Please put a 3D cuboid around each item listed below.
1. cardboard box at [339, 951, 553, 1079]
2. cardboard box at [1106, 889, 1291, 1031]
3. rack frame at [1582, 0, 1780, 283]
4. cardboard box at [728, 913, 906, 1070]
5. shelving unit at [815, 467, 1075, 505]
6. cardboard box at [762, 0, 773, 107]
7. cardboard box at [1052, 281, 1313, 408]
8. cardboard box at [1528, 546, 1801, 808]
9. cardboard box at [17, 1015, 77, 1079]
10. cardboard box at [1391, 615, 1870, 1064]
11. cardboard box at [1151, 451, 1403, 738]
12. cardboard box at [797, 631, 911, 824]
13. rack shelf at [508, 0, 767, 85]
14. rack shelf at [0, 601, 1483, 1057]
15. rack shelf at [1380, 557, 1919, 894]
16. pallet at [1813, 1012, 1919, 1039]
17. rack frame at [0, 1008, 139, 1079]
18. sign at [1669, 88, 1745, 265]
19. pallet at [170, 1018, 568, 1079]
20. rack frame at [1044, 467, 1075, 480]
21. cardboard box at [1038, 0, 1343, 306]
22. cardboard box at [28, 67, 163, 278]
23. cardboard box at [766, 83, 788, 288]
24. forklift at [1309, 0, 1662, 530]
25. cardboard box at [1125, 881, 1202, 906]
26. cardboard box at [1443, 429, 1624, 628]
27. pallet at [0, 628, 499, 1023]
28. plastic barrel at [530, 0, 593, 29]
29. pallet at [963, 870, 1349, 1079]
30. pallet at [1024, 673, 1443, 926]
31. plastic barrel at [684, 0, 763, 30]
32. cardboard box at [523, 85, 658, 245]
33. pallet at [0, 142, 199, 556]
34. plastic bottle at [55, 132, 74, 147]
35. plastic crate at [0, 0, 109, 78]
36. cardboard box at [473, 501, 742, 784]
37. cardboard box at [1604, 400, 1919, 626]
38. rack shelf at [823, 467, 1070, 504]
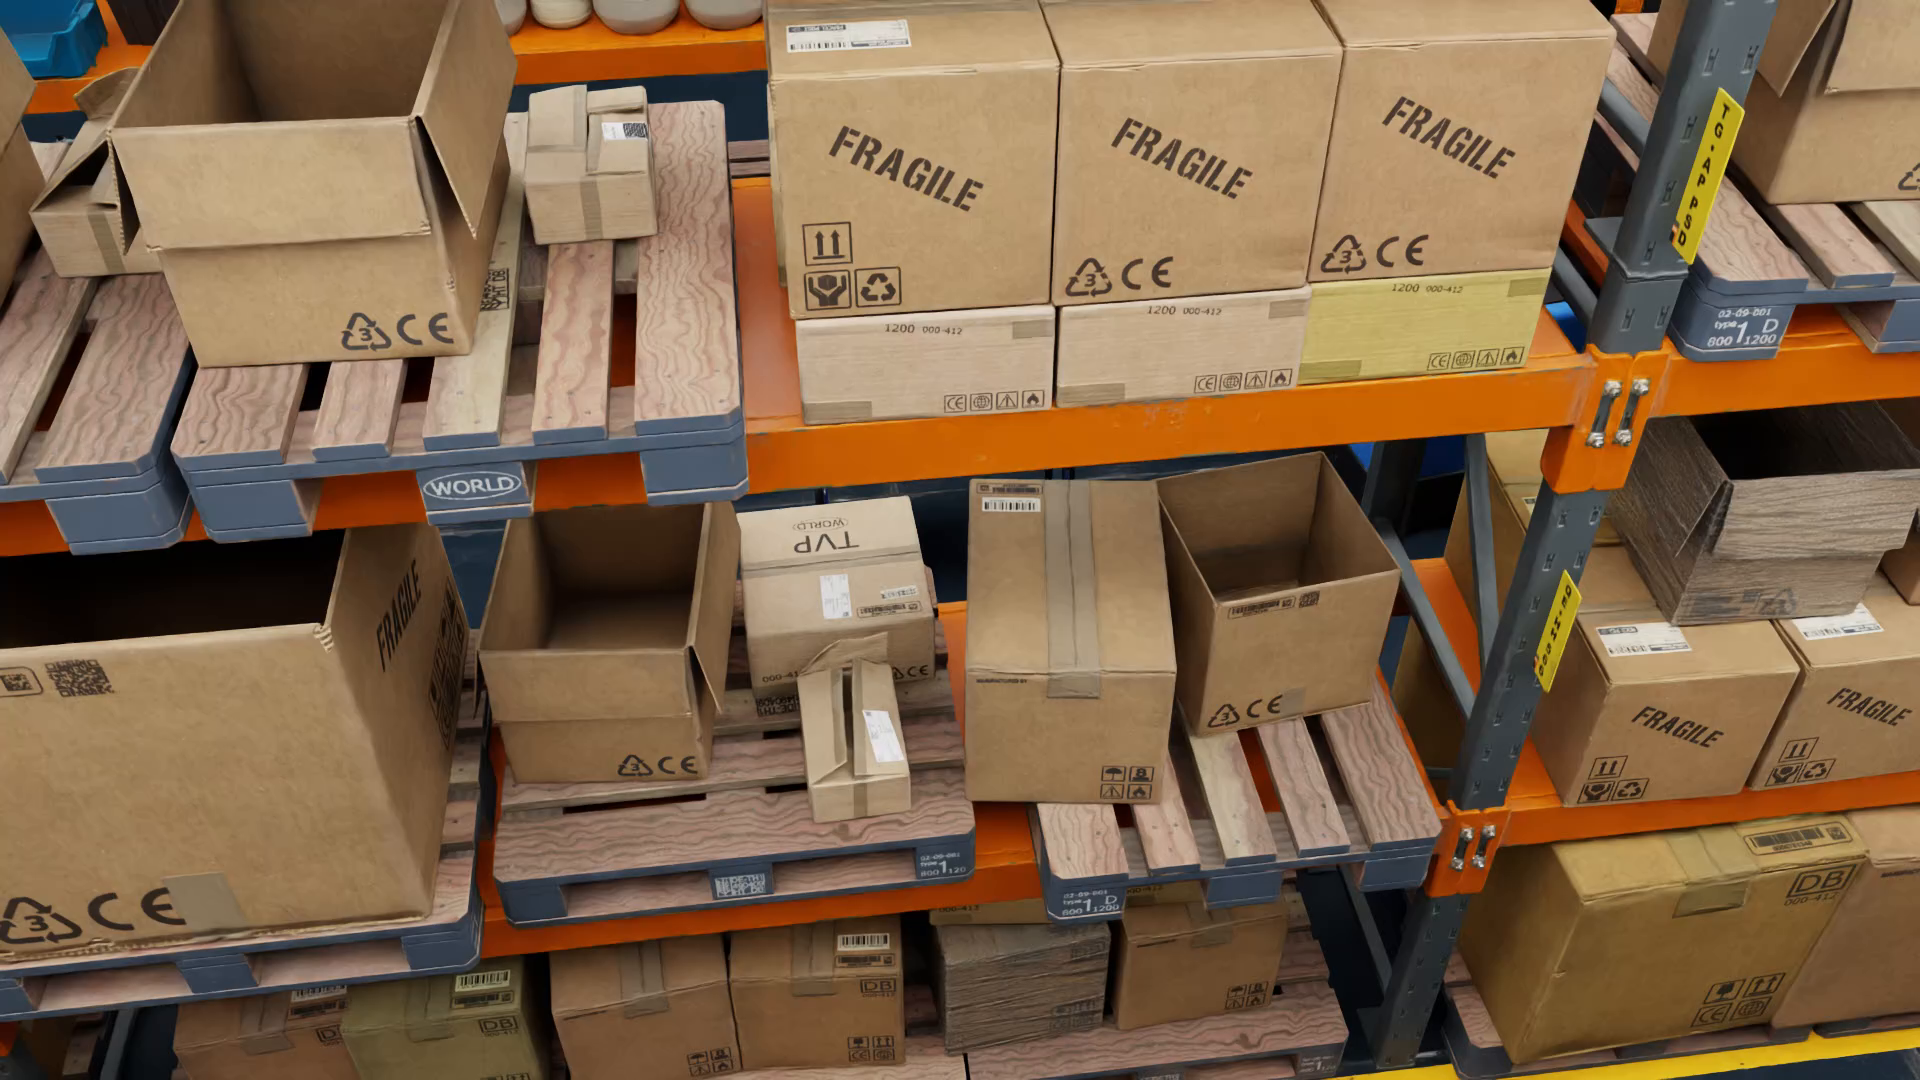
[{"bbox_3d":[-1.540,1.304,5.102,0.500,0.500,0.700,-5,42,-6],"label":"cardboard box"},{"bbox_3d":[0.677,1.096,5.333,0.500,0.500,0.700,-7,43,-8],"label":"cardboard box"},{"bbox_3d":[1.339,-1.968,2.713,0.127,3.000,1.000,-5,42,-6],"label":"rack frame"},{"bbox_3d":[-0.432,1.207,5.210,0.500,0.500,0.700,-2,42,-2],"label":"cardboard box"},{"bbox_3d":[-0.085,-0.550,6.739,1.048,1.500,0.538,-5,42,-6],"label":"shelving unit"},{"bbox_3d":[-0.161,-1.117,3.561,0.500,0.500,0.500,-6,42,-7],"label":"cardboard box"},{"bbox_3d":[0.409,-0.542,3.484,0.500,0.250,0.500,-5,42,-6],"label":"cardboard box"},{"bbox_3d":[1.856,0.361,4.535,0.500,0.500,0.500,-4,42,-4],"label":"cardboard box"},{"bbox_3d":[-3.029,1.388,5.025,0.500,0.500,0.500,-6,42,-7],"label":"cardboard box"},{"bbox_3d":[2.026,0.847,5.344,0.875,0.875,1.225,-7,42,-8],"label":"cardboard box"},{"bbox_3d":[0.809,0.140,4.467,0.500,0.500,0.500,-10,43,-11],"label":"cardboard box"},{"bbox_3d":[-0.279,0.478,4.267,0.258,0.266,0.396,-6,42,-7],"label":"cardboard box"},{"bbox_3d":[-1.286,-2.589,8.417,4.000,0.370,1.077,-5,42,-6],"label":"rack shelf"},{"bbox_3d":[-0.644,0.701,4.771,4.000,0.370,1.077,-5,42,-6],"label":"rack shelf"},{"bbox_3d":[3.322,0.354,5.156,4.000,0.370,1.077,-5,42,-6],"label":"rack shelf"},{"bbox_3d":[3.338,1.173,5.792,1.213,0.211,1.003,-5,42,-6],"label":"pallet"},{"bbox_3d":[-2.627,0.607,4.337,0.127,3.000,1.000,-5,42,-6],"label":"rack frame"},{"bbox_3d":[1.408,-0.685,3.145,0.005,0.325,0.100,-5,42,-6],"label":"sign"},{"bbox_3d":[-1.855,1.574,5.347,1.213,0.211,1.003,-5,42,-6],"label":"pallet"},{"bbox_3d":[0.419,-0.594,6.788,0.032,1.500,0.500,-5,42,-6],"label":"rack frame"},{"bbox_3d":[0.392,-0.817,3.229,0.500,0.500,0.500,-5,42,-6],"label":"cardboard box"},{"bbox_3d":[-1.708,-0.761,3.401,0.258,0.266,0.396,-4,42,-4],"label":"cardboard box"},{"bbox_3d":[-0.177,-0.831,3.804,0.500,0.250,0.500,-4,42,-5],"label":"cardboard box"},{"bbox_3d":[3.071,-1.697,6.943,3.031,2.935,1.130,-11,43,-12],"label":"forklift"},{"bbox_3d":[0.679,0.825,5.074,0.500,0.250,0.500,-3,42,-4],"label":"cardboard box"},{"bbox_3d":[1.796,0.016,4.919,0.500,0.500,0.500,-4,42,-4],"label":"cardboard box"},{"bbox_3d":[-1.850,0.709,4.368,1.213,0.211,1.003,-5,42,-6],"label":"pallet"},{"bbox_3d":[-1.937,-2.644,8.045,0.301,0.262,0.301,0,42,0],"label":"plastic barrel"},{"bbox_3d":[0.564,1.362,5.582,1.213,0.211,1.003,-5,42,-6],"label":"pallet"},{"bbox_3d":[0.646,0.464,4.639,1.003,0.211,1.213,-5,42,-6],"label":"pallet"},{"bbox_3d":[-1.136,-2.771,7.981,0.433,0.535,0.433,0,42,0],"label":"plastic barrel"},{"bbox_3d":[-0.781,-0.805,3.524,0.250,0.166,0.380,-6,42,-7],"label":"cardboard box"},{"bbox_3d":[-2.001,-0.420,3.376,1.003,0.211,1.213,-5,42,-6],"label":"pallet"},{"bbox_3d":[-4.732,-2.014,8.892,0.185,0.351,0.144,-5,42,-6],"label":"plastic bottle"},{"bbox_3d":[-4.331,-2.350,7.727,0.616,0.251,0.499,-5,42,-6],"label":"plastic crate"},{"bbox_3d":[-0.920,0.201,4.397,0.637,0.503,0.797,-1,42,-1],"label":"cardboard box"},{"bbox_3d":[2.066,-0.202,4.411,0.637,0.503,0.797,-4,42,-4],"label":"cardboard box"},{"bbox_3d":[-0.085,-0.416,6.860,1.000,0.185,0.538,-5,42,-6],"label":"rack shelf"}]
